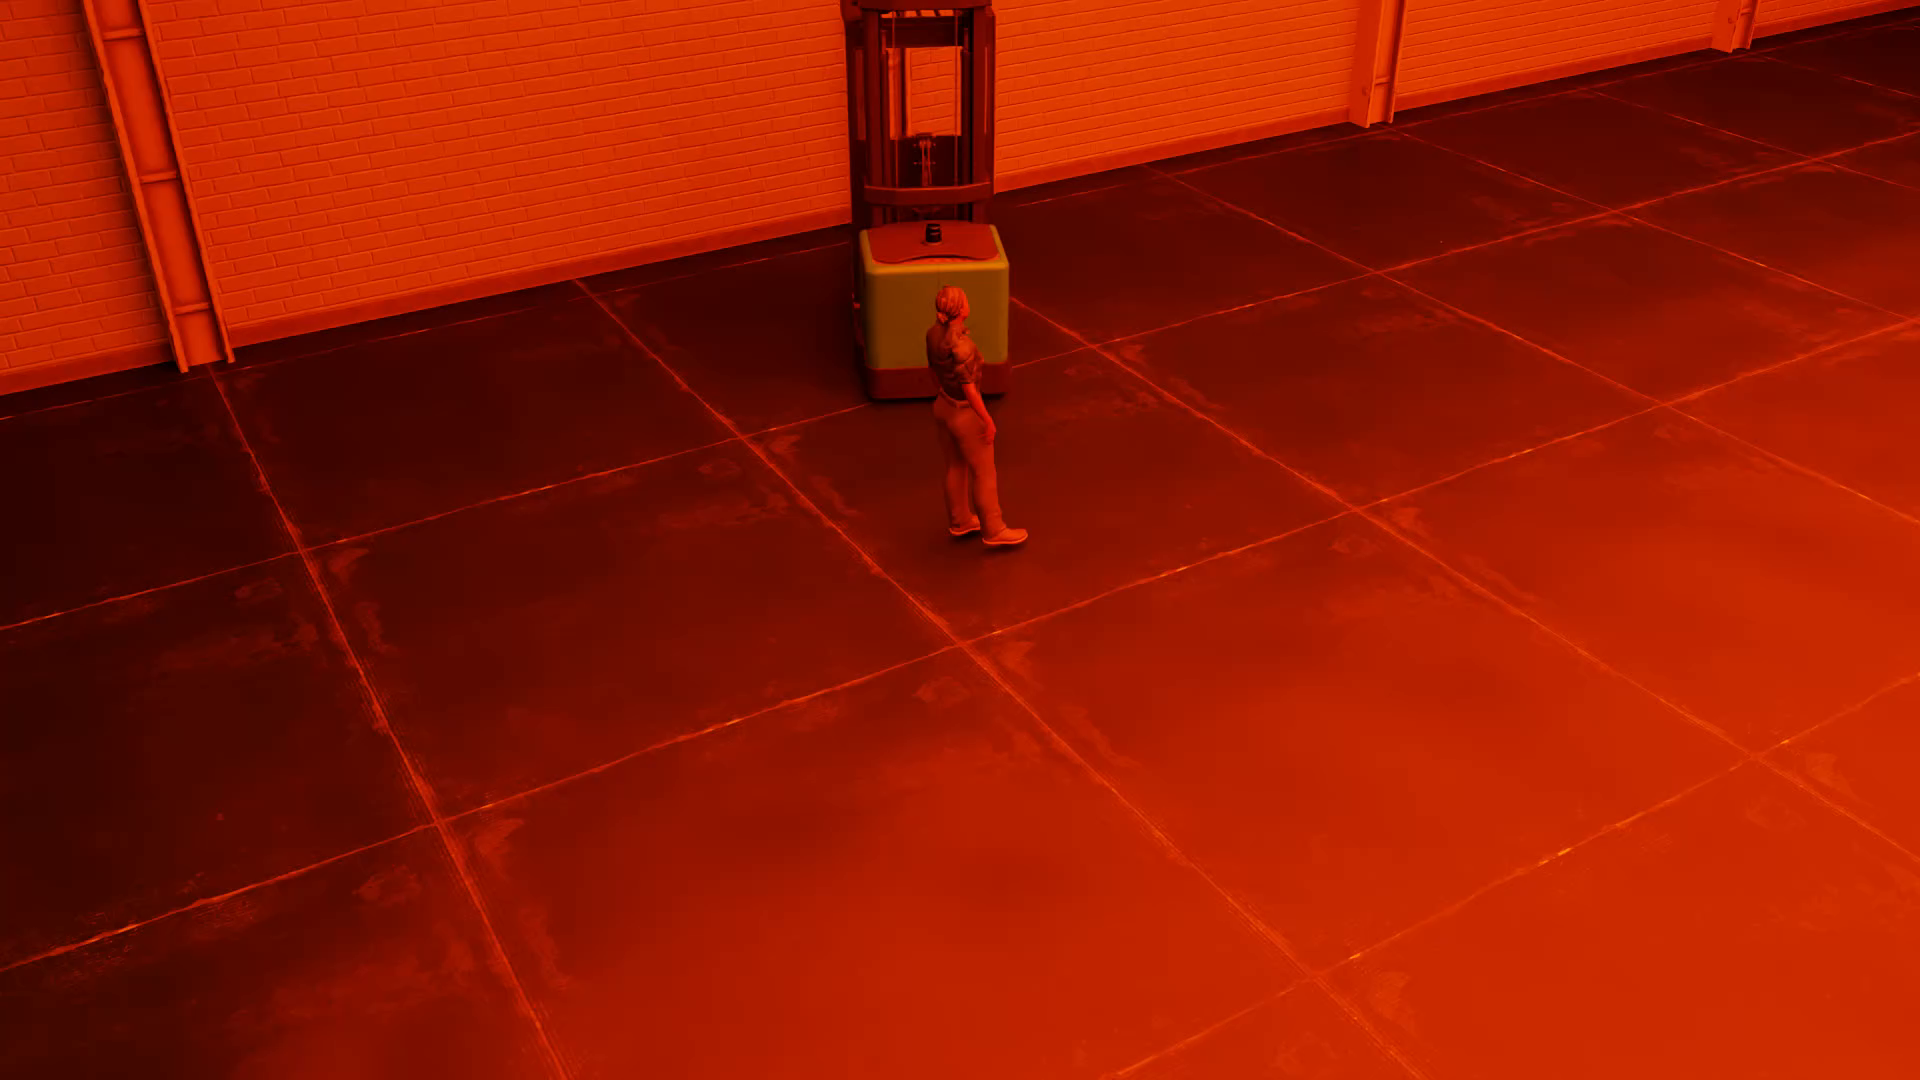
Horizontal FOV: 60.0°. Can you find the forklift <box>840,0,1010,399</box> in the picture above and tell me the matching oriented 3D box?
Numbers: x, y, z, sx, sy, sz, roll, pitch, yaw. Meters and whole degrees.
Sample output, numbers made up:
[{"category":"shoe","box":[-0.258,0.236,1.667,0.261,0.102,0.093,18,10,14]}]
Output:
[{"category":"forklift","box":[-0.313,-3.013,12.680,1.130,2.935,3.031,-3,31,-5]}]

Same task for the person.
[{"category":"person","box":[0.085,-0.765,10.075,0.503,1.655,0.570,-17,35,-26]}]
